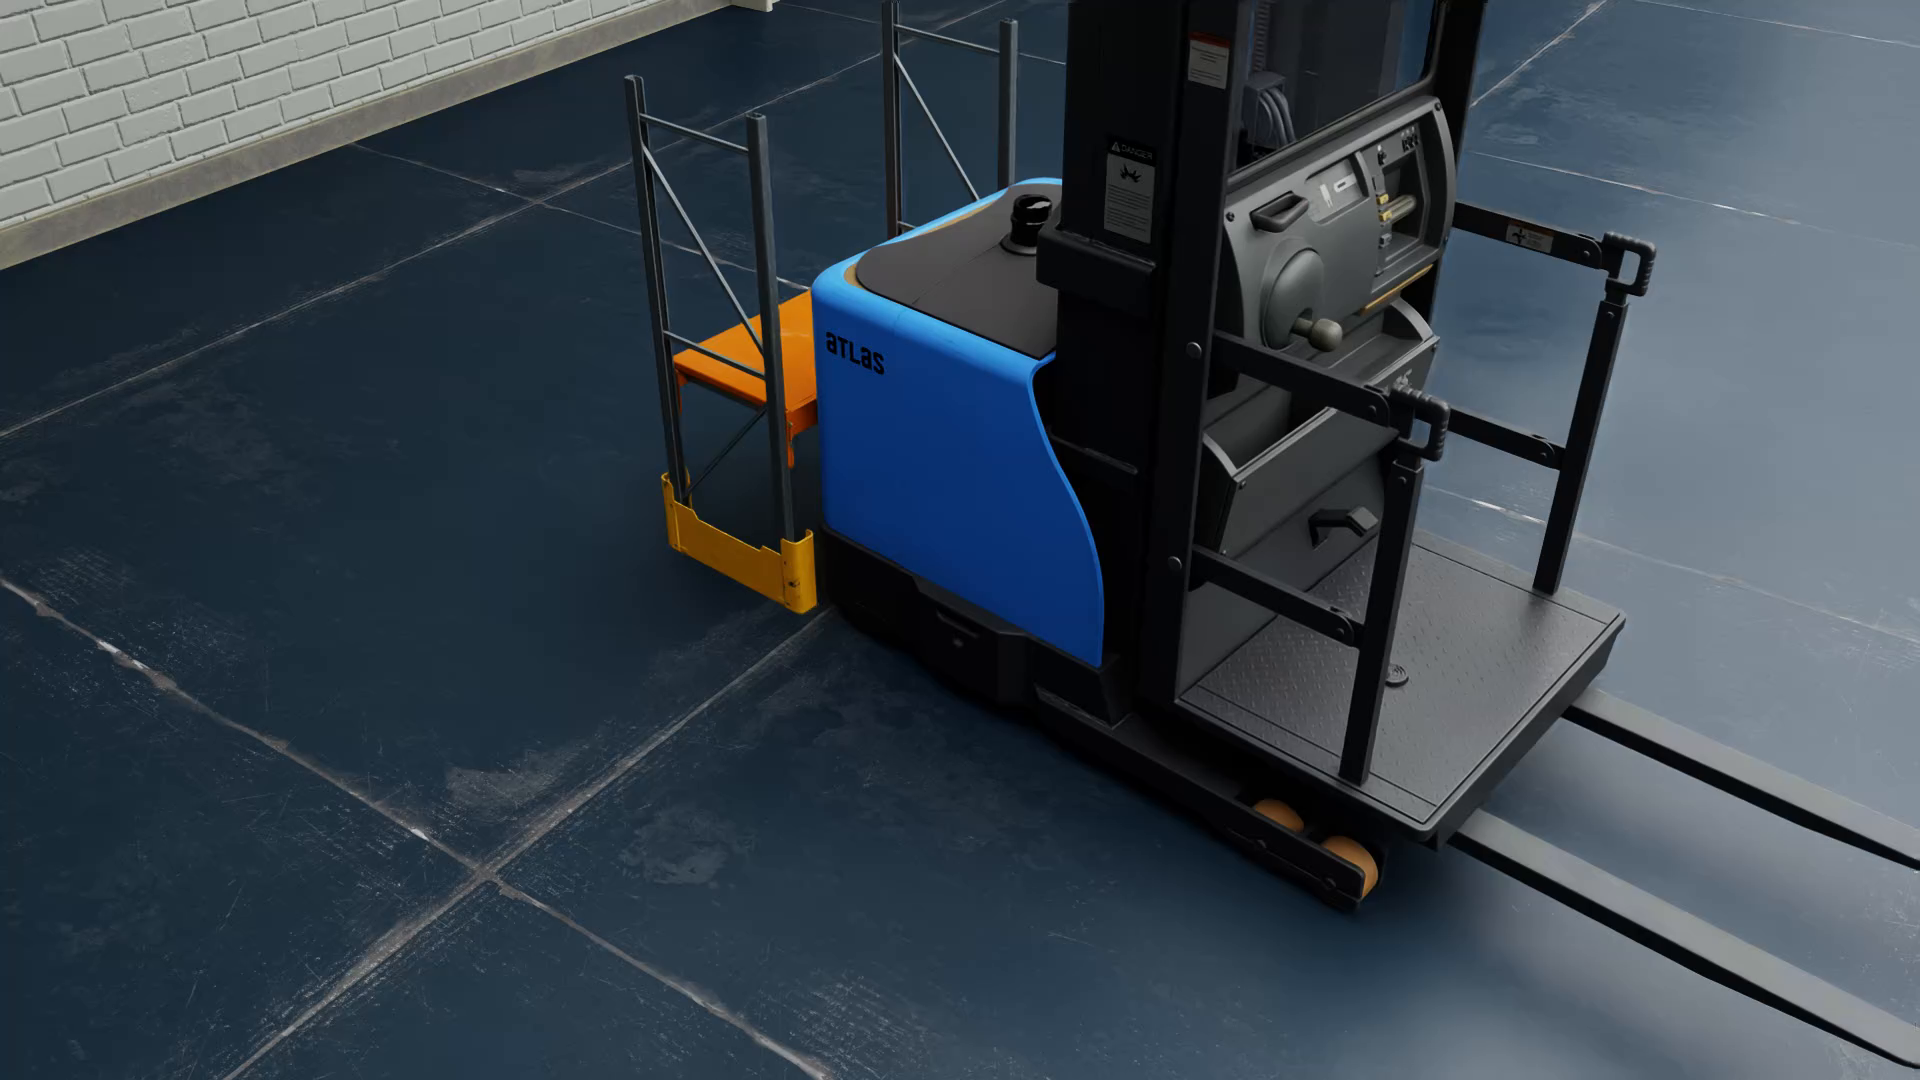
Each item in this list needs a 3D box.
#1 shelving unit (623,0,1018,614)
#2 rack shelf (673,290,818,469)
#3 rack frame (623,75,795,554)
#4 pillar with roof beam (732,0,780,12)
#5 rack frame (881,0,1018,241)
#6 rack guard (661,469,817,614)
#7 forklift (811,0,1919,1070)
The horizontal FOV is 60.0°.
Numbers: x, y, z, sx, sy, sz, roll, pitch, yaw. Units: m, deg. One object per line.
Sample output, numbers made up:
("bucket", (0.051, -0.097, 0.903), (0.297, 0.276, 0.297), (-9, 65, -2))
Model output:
("shelving unit", (-0.354, -0.736, 4.999), (0.587, 1.500, 1.083), (25, 41, 32))
("rack shelf", (-0.359, -0.583, 5.094), (0.538, 0.185, 1.000), (25, 41, 32))
("rack frame", (-0.683, -0.512, 4.669), (0.500, 1.500, 0.032), (25, 41, 32))
("pillar with roof beam", (2.373, -5.635, 5.550), (9.100, 9.000, 0.400), (21, 39, 28))
("rack frame", (-0.036, -0.952, 5.318), (0.500, 1.500, 0.032), (25, 41, 32))
("rack guard", (-0.671, -0.003, 5.031), (0.587, 0.250, 0.087), (25, 41, 32))
("forklift", (1.027, -0.676, 3.634), (3.031, 2.935, 1.130), (26, 42, 33))
